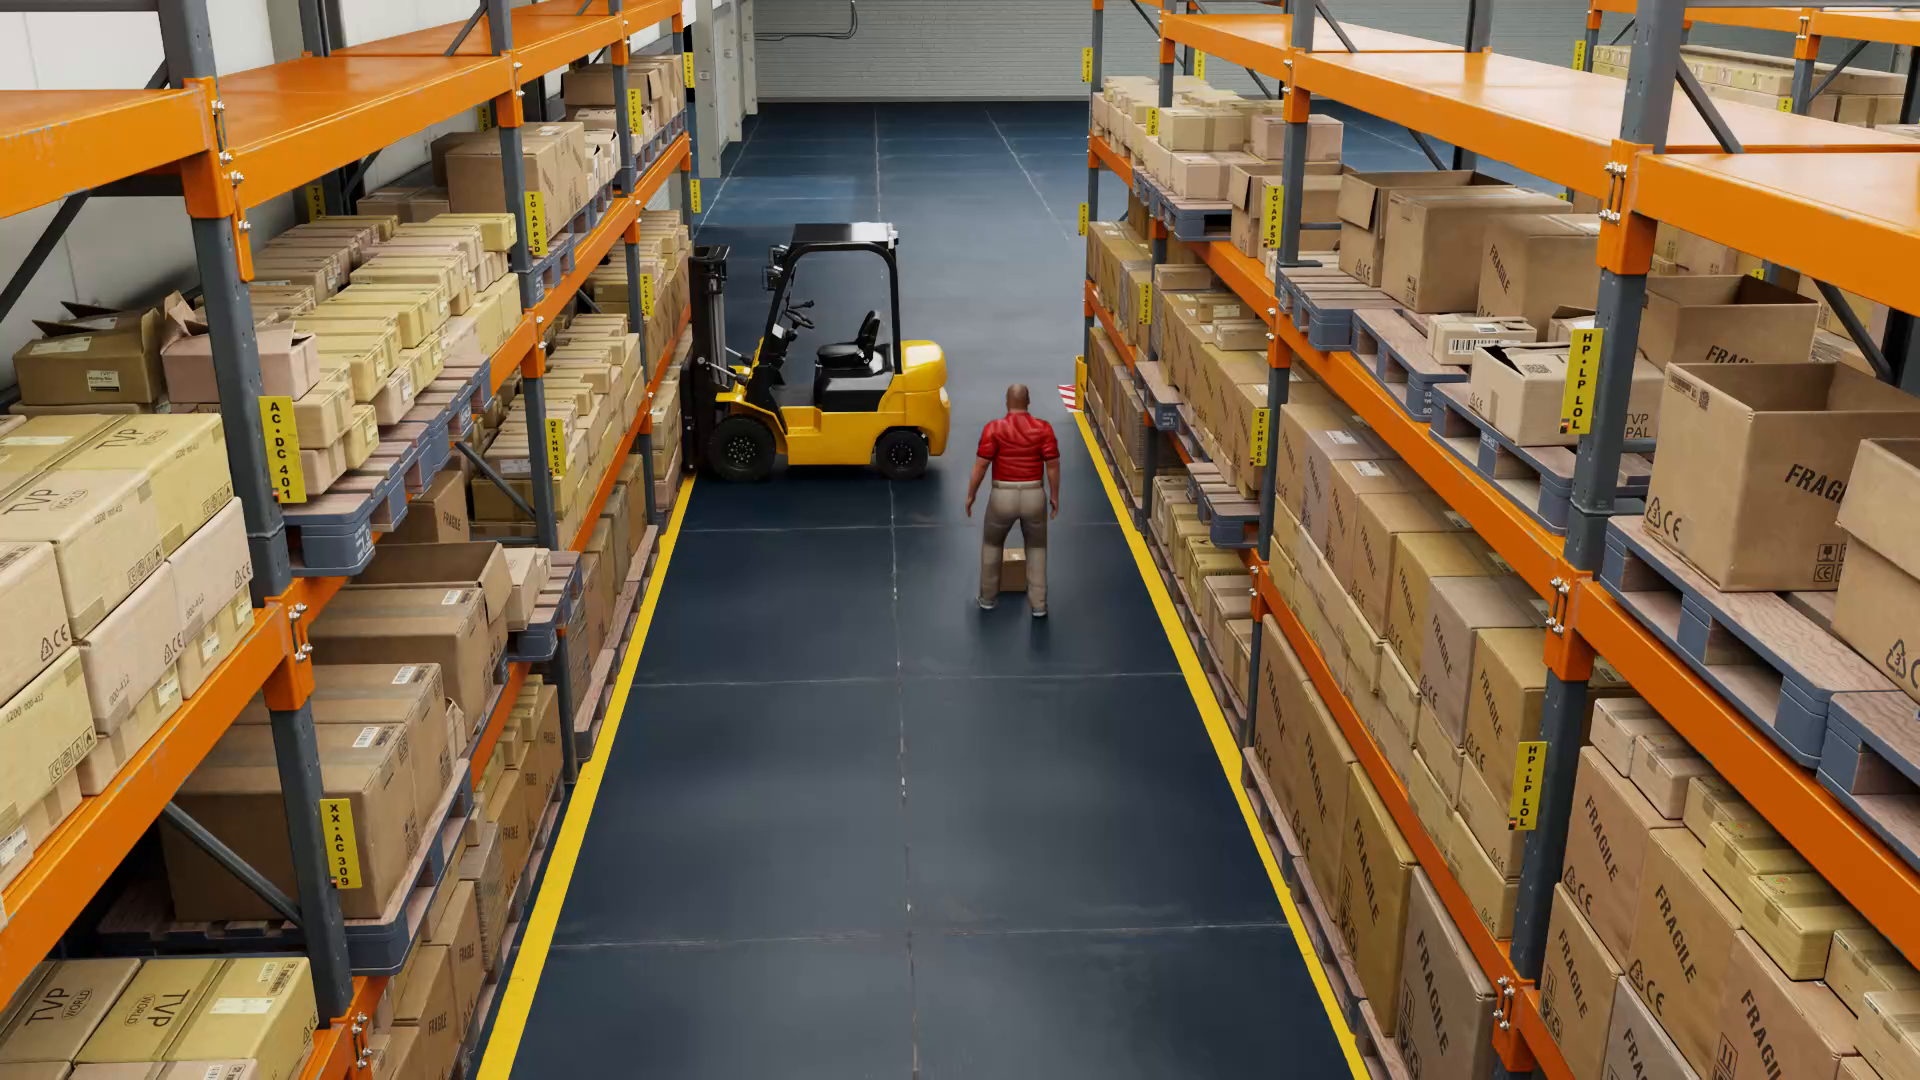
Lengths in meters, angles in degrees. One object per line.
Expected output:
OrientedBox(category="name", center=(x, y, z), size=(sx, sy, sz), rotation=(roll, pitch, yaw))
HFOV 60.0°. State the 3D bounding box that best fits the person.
OrientedBox(category="person", center=(0.371, -0.299, 11.958), size=(0.674, 1.721, 0.498), rotation=(-1, 20, -3))
